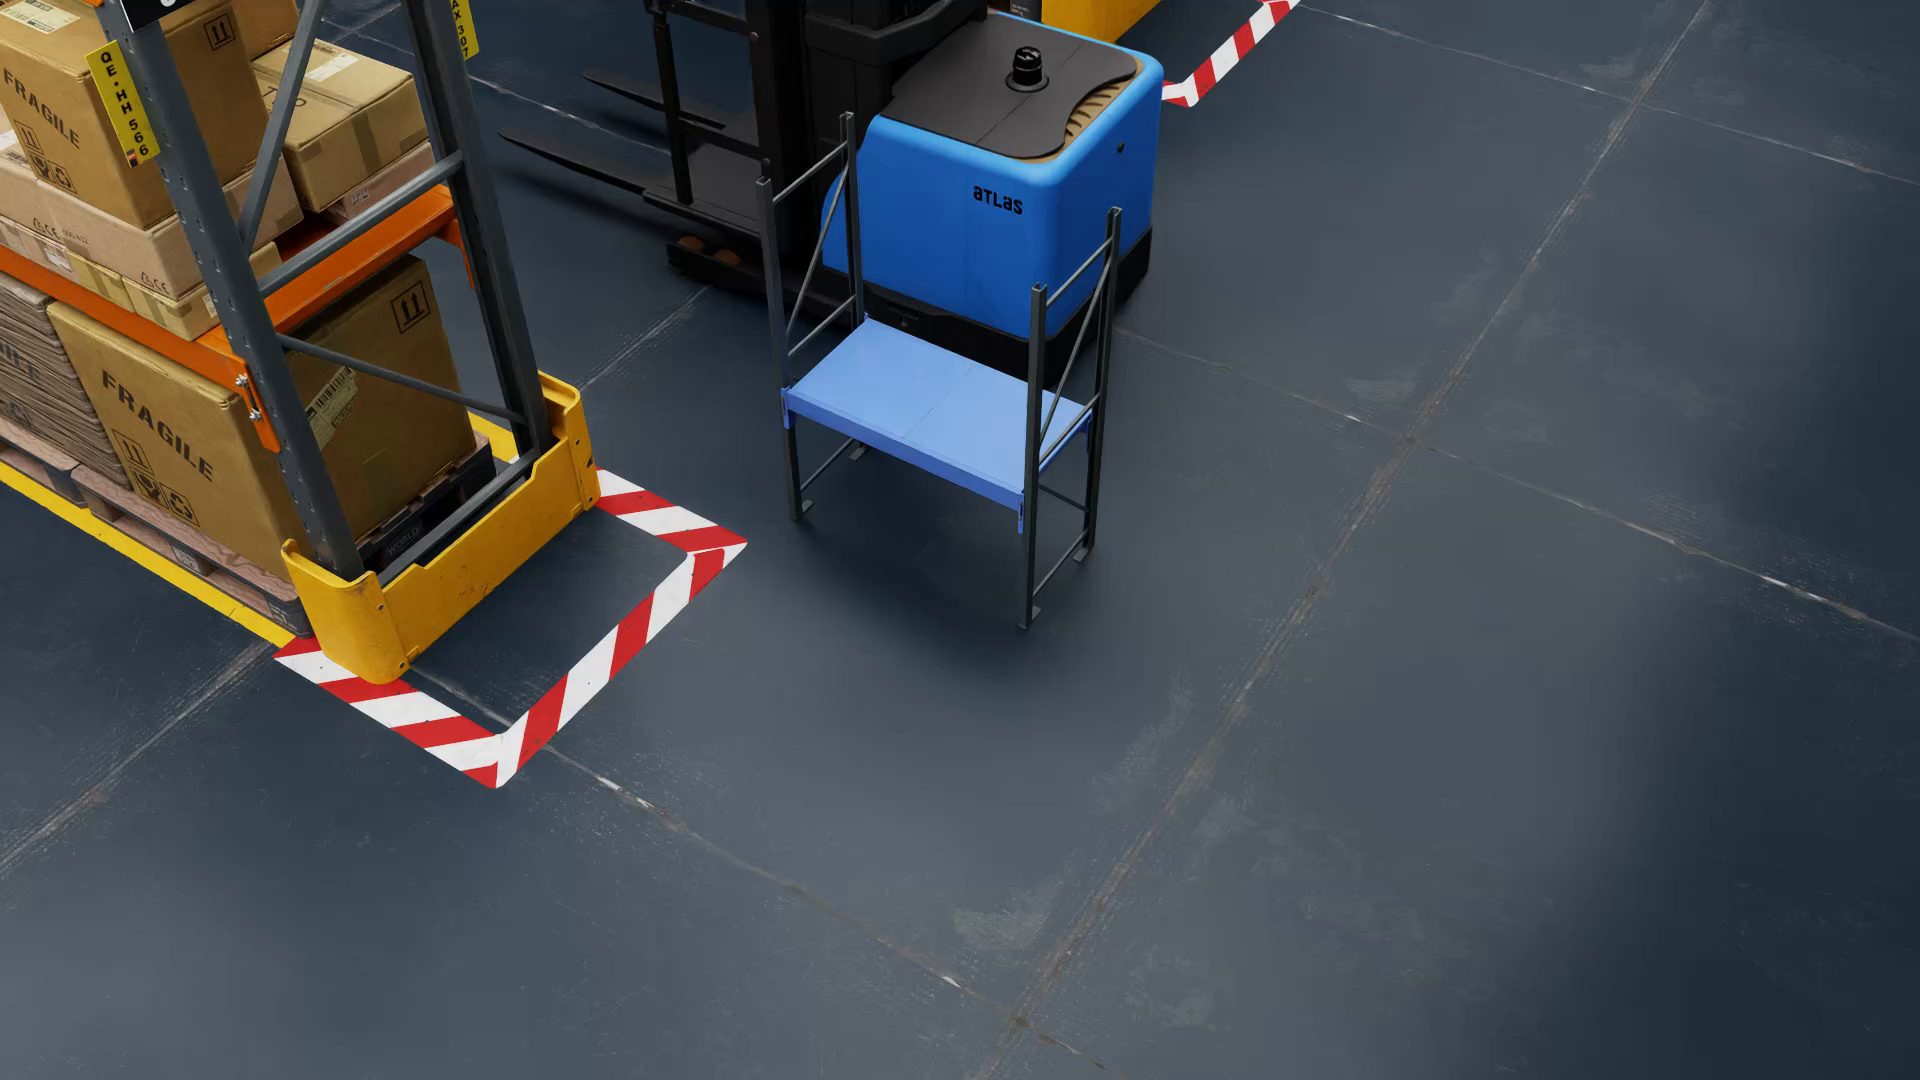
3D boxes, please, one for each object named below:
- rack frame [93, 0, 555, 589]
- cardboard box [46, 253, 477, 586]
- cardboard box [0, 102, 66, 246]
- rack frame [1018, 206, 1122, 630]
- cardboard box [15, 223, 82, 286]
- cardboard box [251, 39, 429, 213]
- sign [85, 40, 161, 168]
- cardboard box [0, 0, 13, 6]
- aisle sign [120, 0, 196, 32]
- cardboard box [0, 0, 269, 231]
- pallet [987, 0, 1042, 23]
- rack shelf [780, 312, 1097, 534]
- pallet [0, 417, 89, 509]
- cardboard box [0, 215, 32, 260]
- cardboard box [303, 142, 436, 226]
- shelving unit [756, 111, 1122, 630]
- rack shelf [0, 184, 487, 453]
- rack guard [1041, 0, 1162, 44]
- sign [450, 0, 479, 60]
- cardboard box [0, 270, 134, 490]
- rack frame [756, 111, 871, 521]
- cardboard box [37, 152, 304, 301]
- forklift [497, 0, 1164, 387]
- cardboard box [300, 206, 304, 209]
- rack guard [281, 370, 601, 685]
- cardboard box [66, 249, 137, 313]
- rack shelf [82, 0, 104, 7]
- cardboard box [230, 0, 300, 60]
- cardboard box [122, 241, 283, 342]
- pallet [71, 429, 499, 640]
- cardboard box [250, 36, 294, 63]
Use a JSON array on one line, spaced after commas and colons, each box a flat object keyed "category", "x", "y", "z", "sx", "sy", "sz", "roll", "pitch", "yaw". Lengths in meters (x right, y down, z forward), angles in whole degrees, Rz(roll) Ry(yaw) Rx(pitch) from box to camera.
[{"category": "rack frame", "x": -1.840, "y": -0.953, "z": 5.085, "sx": 0.127, "sy": 3.000, "sz": 1.000, "roll": 25, "pitch": 51, "yaw": 22}, {"category": "cardboard box", "x": -2.422, "y": -0.559, "z": 5.890, "sx": 0.875, "sy": 0.875, "sz": 0.875, "roll": 25, "pitch": 51, "yaw": 22}, {"category": "cardboard box", "x": -2.818, "y": -1.229, "z": 5.250, "sx": 0.500, "sy": 0.250, "sz": 0.500, "roll": 24, "pitch": 50, "yaw": 21}, {"category": "rack frame", "x": 0.356, "y": -0.359, "z": 5.553, "sx": 0.032, "sy": 1.500, "sz": 0.500, "roll": 25, "pitch": 51, "yaw": 22}, {"category": "cardboard box", "x": -2.749, "y": -1.003, "z": 5.308, "sx": 0.250, "sy": 0.149, "sz": 0.380, "roll": 25, "pitch": 51, "yaw": 22}, {"category": "cardboard box", "x": -2.098, "y": -1.354, "z": 5.371, "sx": 0.500, "sy": 0.250, "sz": 0.500, "roll": 23, "pitch": 50, "yaw": 21}, {"category": "sign", "x": -2.145, "y": -1.117, "z": 4.272, "sx": 0.005, "sy": 0.325, "sz": 0.100, "roll": 25, "pitch": 51, "yaw": 22}, {"category": "cardboard box", "x": -2.959, "y": -2.006, "z": 5.482, "sx": 0.500, "sy": 0.500, "sz": 0.500, "roll": 23, "pitch": 50, "yaw": 21}, {"category": "aisle sign", "x": -1.942, "y": -1.650, "z": 3.950, "sx": 0.004, "sy": 0.787, "sz": 0.394, "roll": 25, "pitch": 51, "yaw": 22}, {"category": "cardboard box", "x": -2.392, "y": -1.296, "z": 4.792, "sx": 0.500, "sy": 0.500, "sz": 0.500, "roll": 25, "pitch": 51, "yaw": 23}, {"category": "pallet", "x": 0.161, "y": -3.314, "z": 9.324, "sx": 1.213, "sy": 0.211, "sz": 1.003, "roll": 25, "pitch": 51, "yaw": 22}, {"category": "rack shelf", "x": -0.072, "y": -0.430, "z": 5.873, "sx": 1.000, "sy": 0.185, "sz": 0.538, "roll": 25, "pitch": 51, "yaw": 22}, {"category": "pallet", "x": -3.578, "y": -0.717, "z": 6.800, "sx": 1.213, "sy": 0.211, "sz": 1.003, "roll": 25, "pitch": 51, "yaw": 22}, {"category": "cardboard box", "x": -2.959, "y": -1.100, "z": 5.403, "sx": 0.250, "sy": 0.149, "sz": 0.380, "roll": 26, "pitch": 51, "yaw": 23}, {"category": "cardboard box", "x": -1.961, "y": -1.203, "z": 5.502, "sx": 0.250, "sy": 0.149, "sz": 0.380, "roll": 25, "pitch": 51, "yaw": 23}, {"category": "shelving unit", "x": -0.072, "y": -0.556, "z": 5.744, "sx": 1.048, "sy": 1.500, "sz": 0.538, "roll": 25, "pitch": 51, "yaw": 22}, {"category": "rack shelf", "x": -3.524, "y": -1.477, "z": 6.095, "sx": 4.000, "sy": 0.370, "sz": 1.077, "roll": 25, "pitch": 51, "yaw": 22}, {"category": "rack guard", "x": 0.861, "y": -3.071, "z": 8.885, "sx": 0.348, "sy": 0.500, "sz": 1.175, "roll": 25, "pitch": 51, "yaw": 22}, {"category": "sign", "x": -1.536, "y": -1.615, "z": 5.069, "sx": 0.005, "sy": 0.325, "sz": 0.100, "roll": 25, "pitch": 51, "yaw": 22}, {"category": "cardboard box", "x": -3.188, "y": -0.911, "z": 6.233, "sx": 0.875, "sy": 0.875, "sz": 0.875, "roll": 25, "pitch": 51, "yaw": 22}, {"category": "rack frame", "x": -0.500, "y": -0.753, "z": 5.935, "sx": 0.032, "sy": 1.500, "sz": 0.500, "roll": 25, "pitch": 51, "yaw": 22}, {"category": "cardboard box", "x": -2.391, "y": -1.032, "z": 5.059, "sx": 0.500, "sy": 0.250, "sz": 0.500, "roll": 24, "pitch": 50, "yaw": 22}, {"category": "forklift", "x": -0.701, "y": -2.433, "z": 6.571, "sx": 3.031, "sy": 2.935, "sz": 1.130, "roll": 23, "pitch": 50, "yaw": 21}, {"category": "cardboard box", "x": -2.178, "y": -1.301, "z": 5.598, "sx": 0.250, "sy": 0.149, "sz": 0.380, "roll": 24, "pitch": 50, "yaw": 22}, {"category": "rack guard", "x": -1.820, "y": -0.073, "z": 5.972, "sx": 0.348, "sy": 0.500, "sz": 1.175, "roll": 25, "pitch": 51, "yaw": 22}, {"category": "cardboard box", "x": -2.537, "y": -0.905, "z": 5.213, "sx": 0.250, "sy": 0.149, "sz": 0.380, "roll": 25, "pitch": 51, "yaw": 22}, {"category": "rack shelf", "x": -3.524, "y": -2.522, "z": 5.020, "sx": 4.000, "sy": 0.370, "sz": 1.077, "roll": 25, "pitch": 51, "yaw": 22}, {"category": "cardboard box", "x": -2.519, "y": -1.809, "z": 5.290, "sx": 0.500, "sy": 0.500, "sz": 0.500, "roll": 24, "pitch": 50, "yaw": 21}, {"category": "cardboard box", "x": -2.318, "y": -0.805, "z": 5.116, "sx": 0.250, "sy": 0.149, "sz": 0.380, "roll": 26, "pitch": 51, "yaw": 23}, {"category": "pallet", "x": -2.555, "y": -0.244, "z": 6.340, "sx": 1.213, "sy": 0.211, "sz": 1.003, "roll": 25, "pitch": 51, "yaw": 22}, {"category": "cardboard box", "x": -2.540, "y": -1.551, "z": 5.563, "sx": 0.500, "sy": 0.250, "sz": 0.500, "roll": 24, "pitch": 51, "yaw": 22}]
